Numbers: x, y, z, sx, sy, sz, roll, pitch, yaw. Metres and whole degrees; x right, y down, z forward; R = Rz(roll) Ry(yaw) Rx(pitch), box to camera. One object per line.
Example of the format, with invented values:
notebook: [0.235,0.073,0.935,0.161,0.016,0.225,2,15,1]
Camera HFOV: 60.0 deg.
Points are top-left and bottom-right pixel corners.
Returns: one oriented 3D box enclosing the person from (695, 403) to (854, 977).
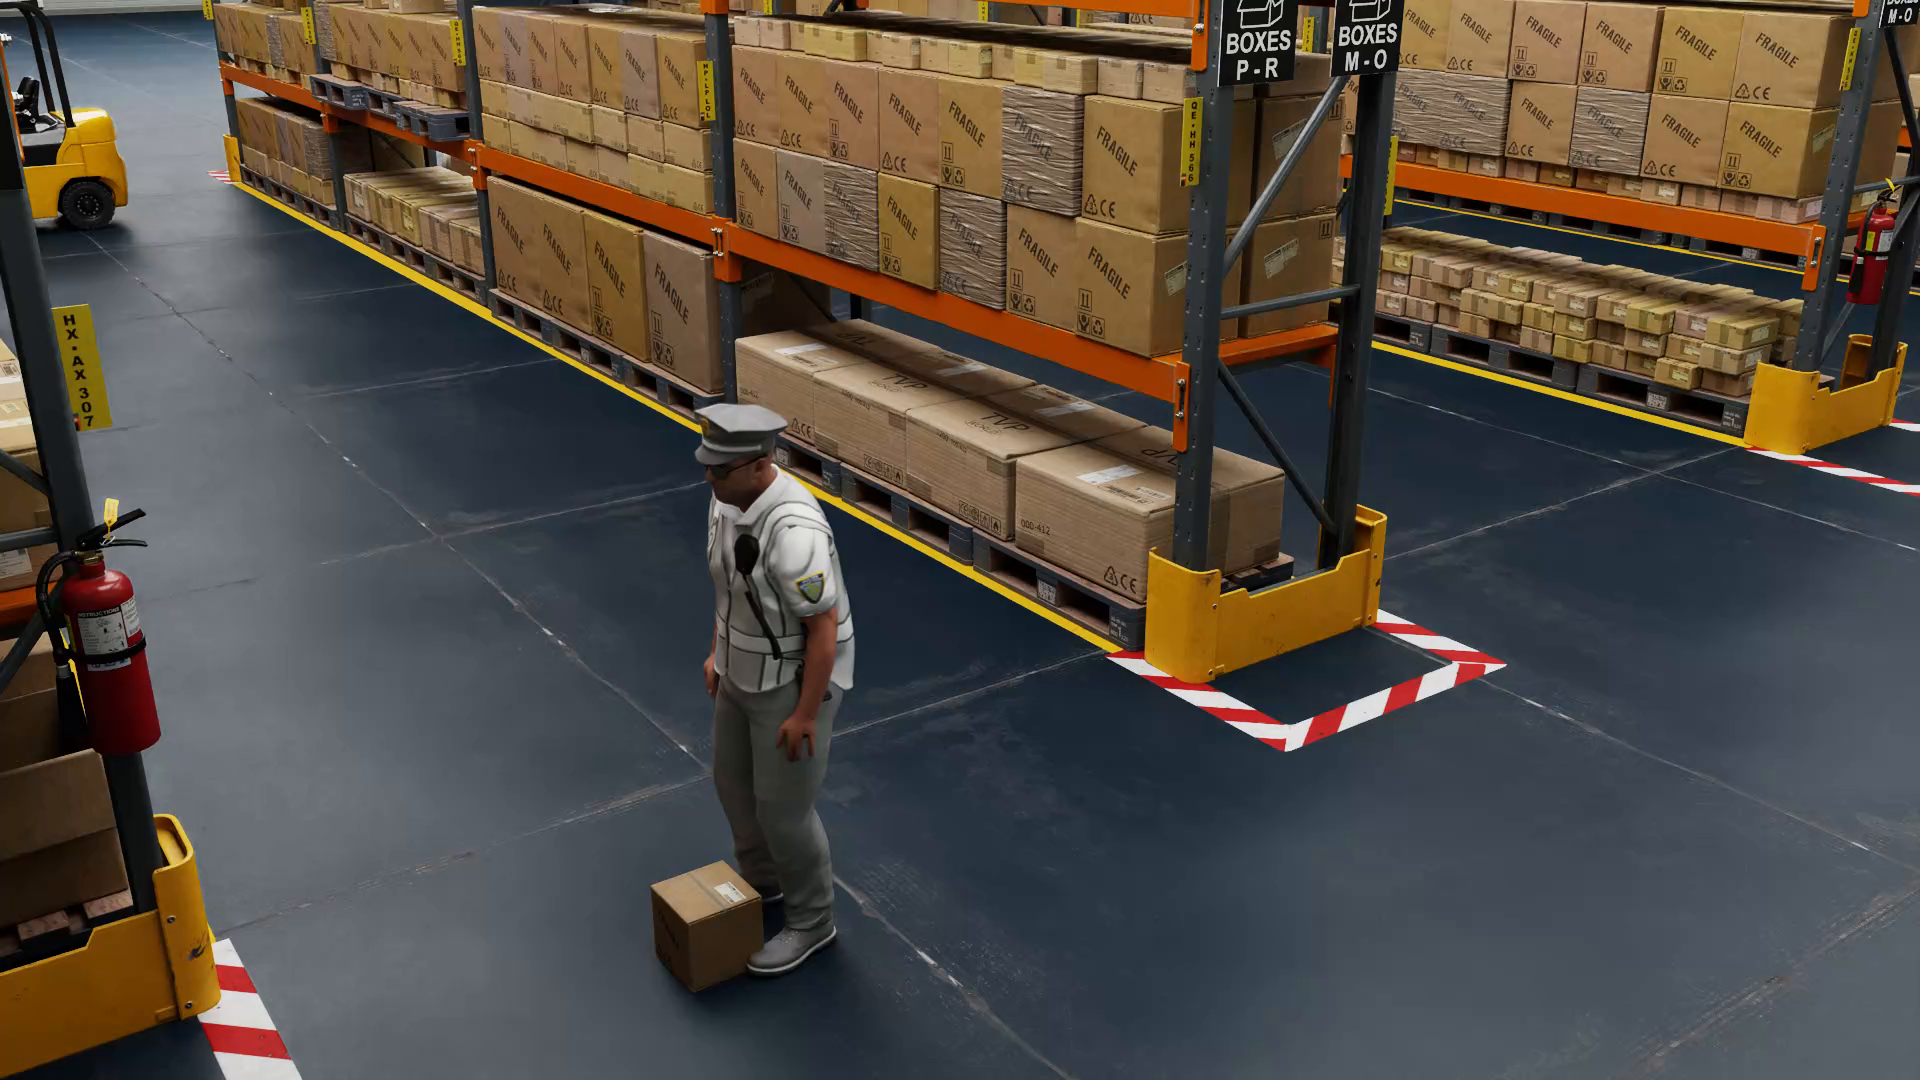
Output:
person: [-0.557,0.423,4.984,0.434,1.748,0.585,-15,26,-33]
